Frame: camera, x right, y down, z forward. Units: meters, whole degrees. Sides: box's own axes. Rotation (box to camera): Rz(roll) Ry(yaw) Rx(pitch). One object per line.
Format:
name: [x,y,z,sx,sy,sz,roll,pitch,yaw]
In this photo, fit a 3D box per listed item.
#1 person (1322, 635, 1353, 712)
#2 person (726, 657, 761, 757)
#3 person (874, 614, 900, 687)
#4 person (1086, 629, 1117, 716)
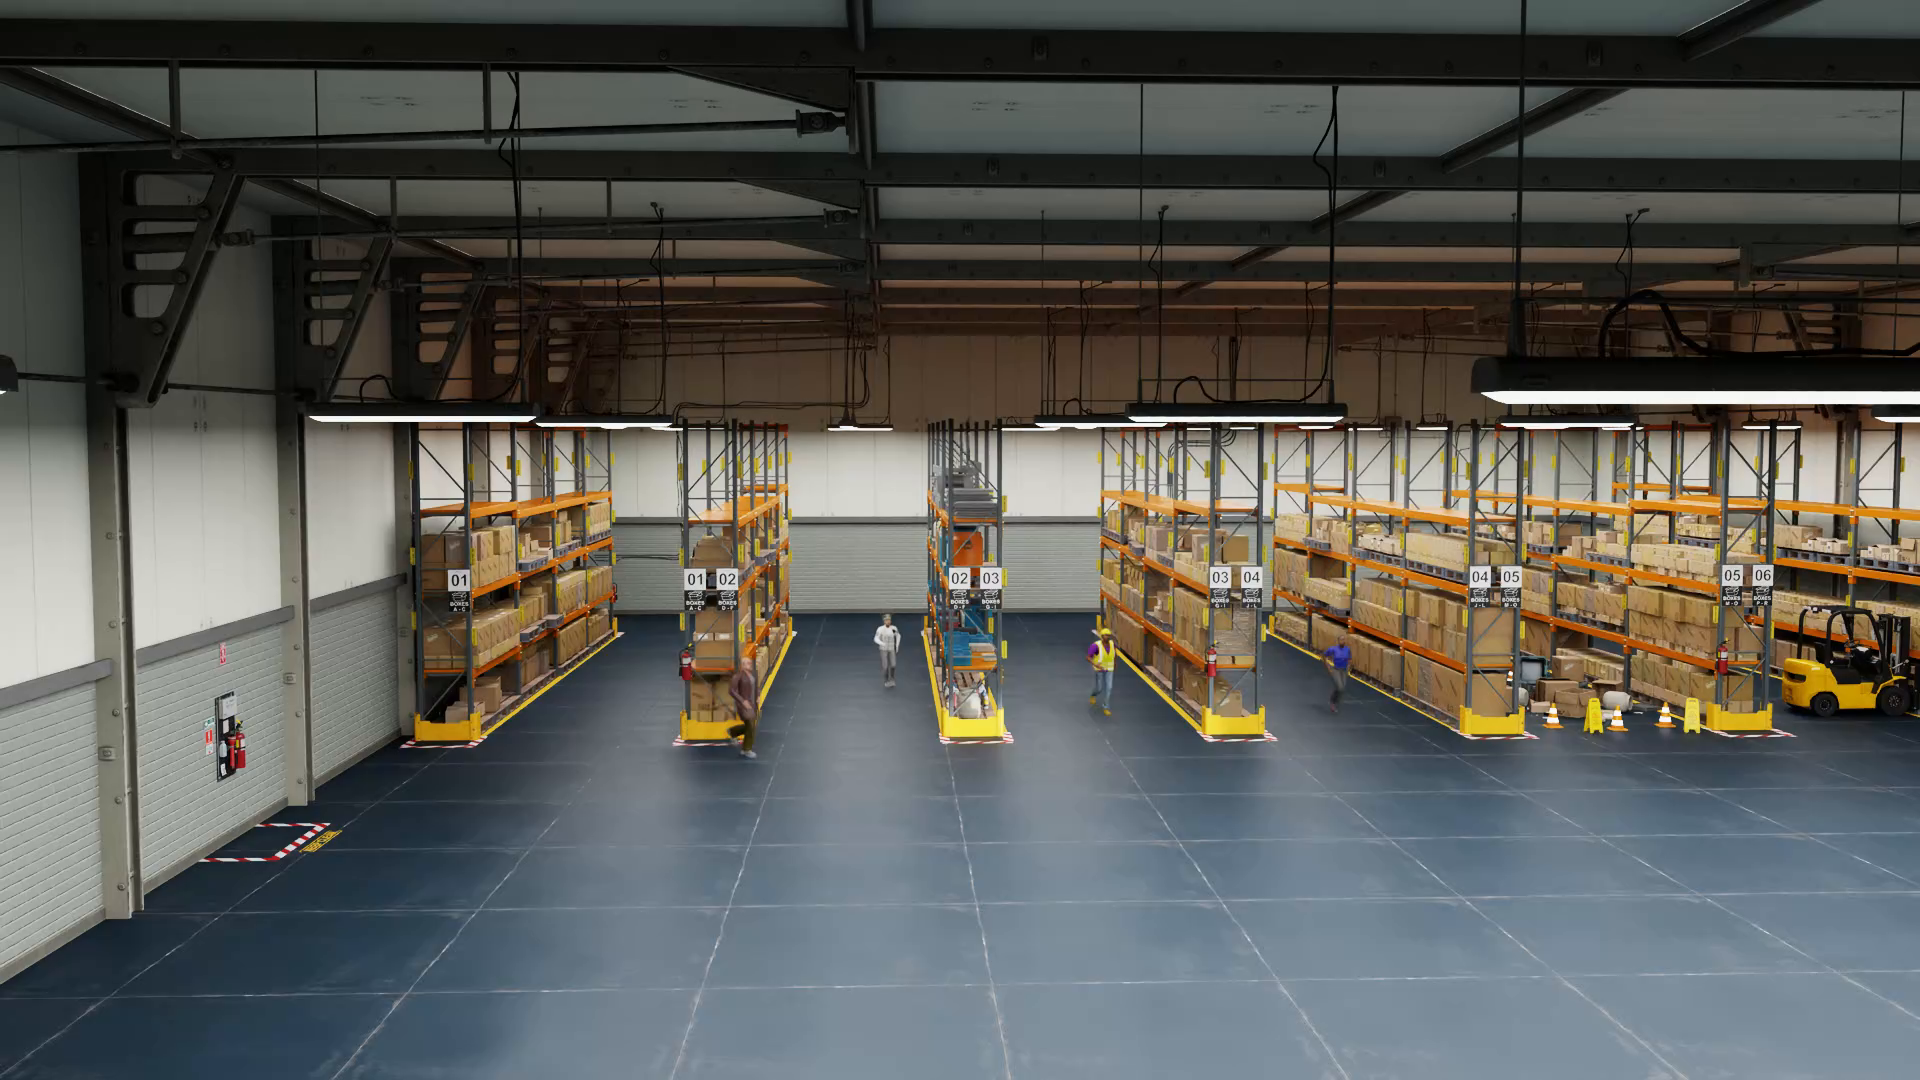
person: [7.754,2.730,33.972,0.535,1.609,0.616,-1,4,-16]
person: [-3.881,2.962,29.645,0.731,1.775,0.719,2,4,33]
person: [-1.619,2.489,37.422,0.612,1.666,0.608,-1,4,-9]
person: [2.922,2.674,34.065,0.726,1.754,0.950,-1,4,-20]
